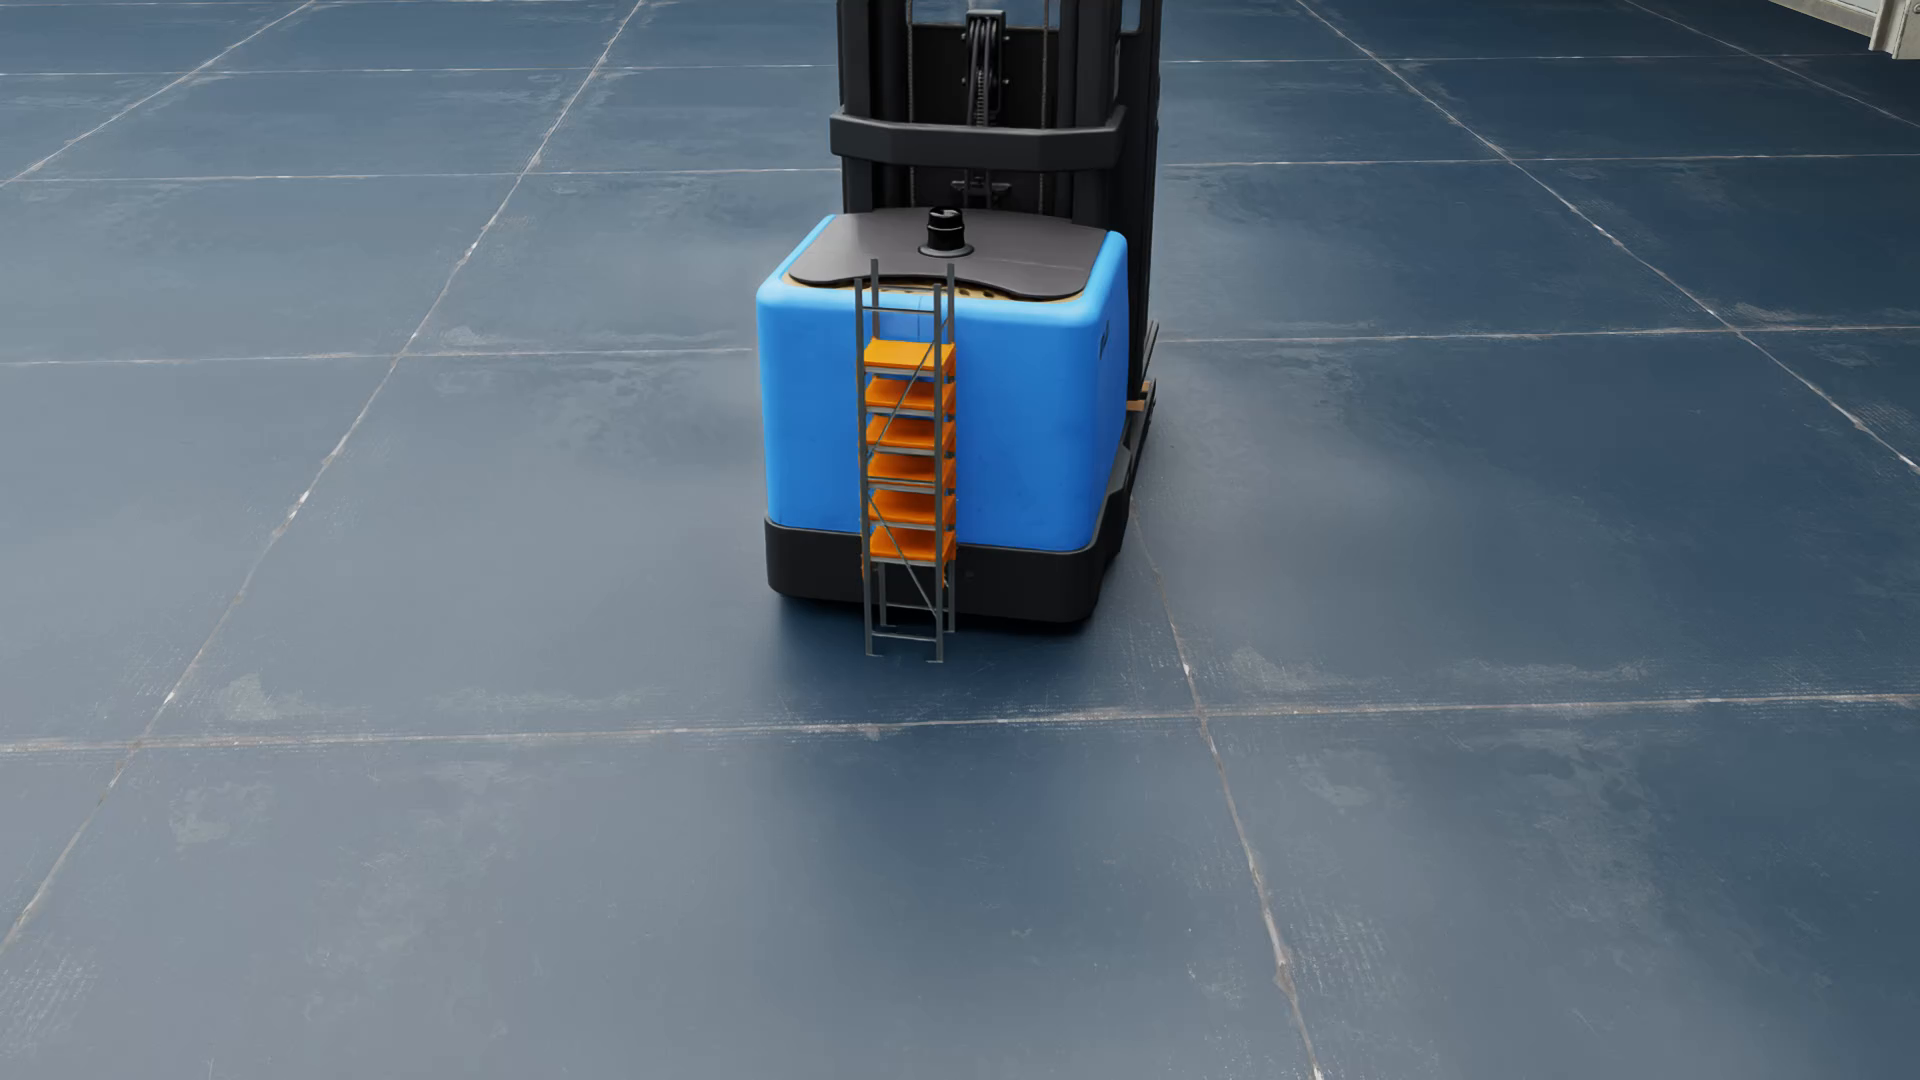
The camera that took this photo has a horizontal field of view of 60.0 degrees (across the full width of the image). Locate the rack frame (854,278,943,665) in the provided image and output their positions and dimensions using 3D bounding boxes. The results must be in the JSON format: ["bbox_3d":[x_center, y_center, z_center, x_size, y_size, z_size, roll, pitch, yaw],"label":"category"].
[{"bbox_3d":[-0.169,-0.167,4.773,0.240,1.200,0.006,5,28,10],"label":"rack frame"}]

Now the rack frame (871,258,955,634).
[{"bbox_3d":[-0.133,-0.250,4.932,0.240,1.200,0.006,5,28,10],"label":"rack frame"}]

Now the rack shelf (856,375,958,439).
[{"bbox_3d":[-0.151,-0.382,4.762,0.258,0.103,0.180,5,28,10],"label":"rack shelf"}]

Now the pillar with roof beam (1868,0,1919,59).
[{"bbox_3d":[3.102,-7.712,10.805,9.100,9.000,0.400,-1,28,-3],"label":"pillar with roof beam"}]

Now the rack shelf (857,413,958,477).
[{"bbox_3d":[-0.151,-0.276,4.818,0.258,0.103,0.180,5,28,10],"label":"rack shelf"}]

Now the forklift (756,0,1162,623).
[{"bbox_3d":[0.175,-1.706,5.852,1.130,2.935,3.031,5,28,10],"label":"forklift"}]

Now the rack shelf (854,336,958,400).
[{"bbox_3d":[-0.151,-0.488,4.707,0.258,0.103,0.180,5,28,10],"label":"rack shelf"}]

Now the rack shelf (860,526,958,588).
[{"bbox_3d":[-0.151,0.044,4.984,0.258,0.103,0.180,5,28,10],"label":"rack shelf"}]

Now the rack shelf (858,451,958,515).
[{"bbox_3d":[-0.151,-0.169,4.873,0.258,0.103,0.180,5,28,10],"label":"rack shelf"}]

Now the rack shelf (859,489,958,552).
[{"bbox_3d":[-0.151,-0.063,4.929,0.258,0.103,0.180,5,28,10],"label":"rack shelf"}]

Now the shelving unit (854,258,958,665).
[{"bbox_3d":[-0.151,-0.209,4.853,0.258,1.200,0.189,5,28,10],"label":"shelving unit"}]
